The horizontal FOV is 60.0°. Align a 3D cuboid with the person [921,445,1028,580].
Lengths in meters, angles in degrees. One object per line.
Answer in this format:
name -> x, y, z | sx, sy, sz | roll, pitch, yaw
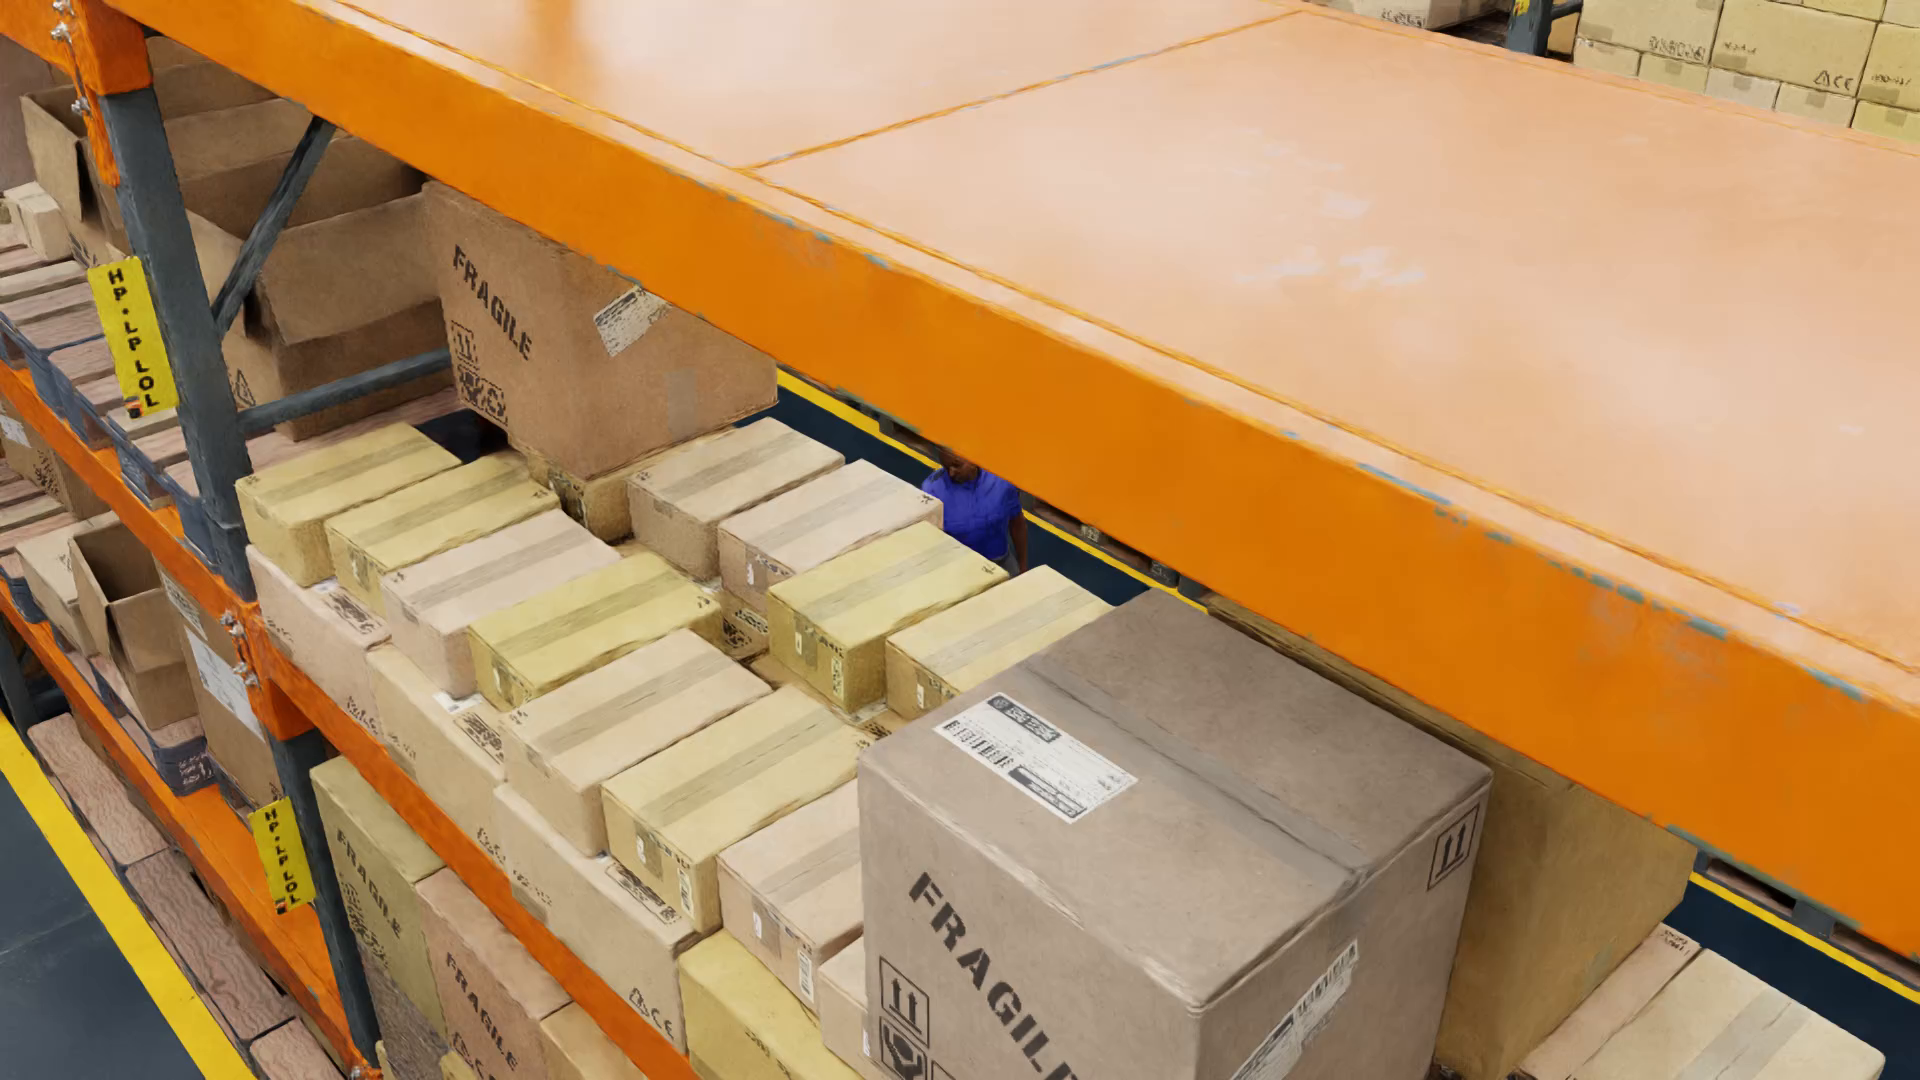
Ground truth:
person -> 0.087, 0.173, 7.374 | 0.530, 1.634, 0.453 | -7, 33, -11
